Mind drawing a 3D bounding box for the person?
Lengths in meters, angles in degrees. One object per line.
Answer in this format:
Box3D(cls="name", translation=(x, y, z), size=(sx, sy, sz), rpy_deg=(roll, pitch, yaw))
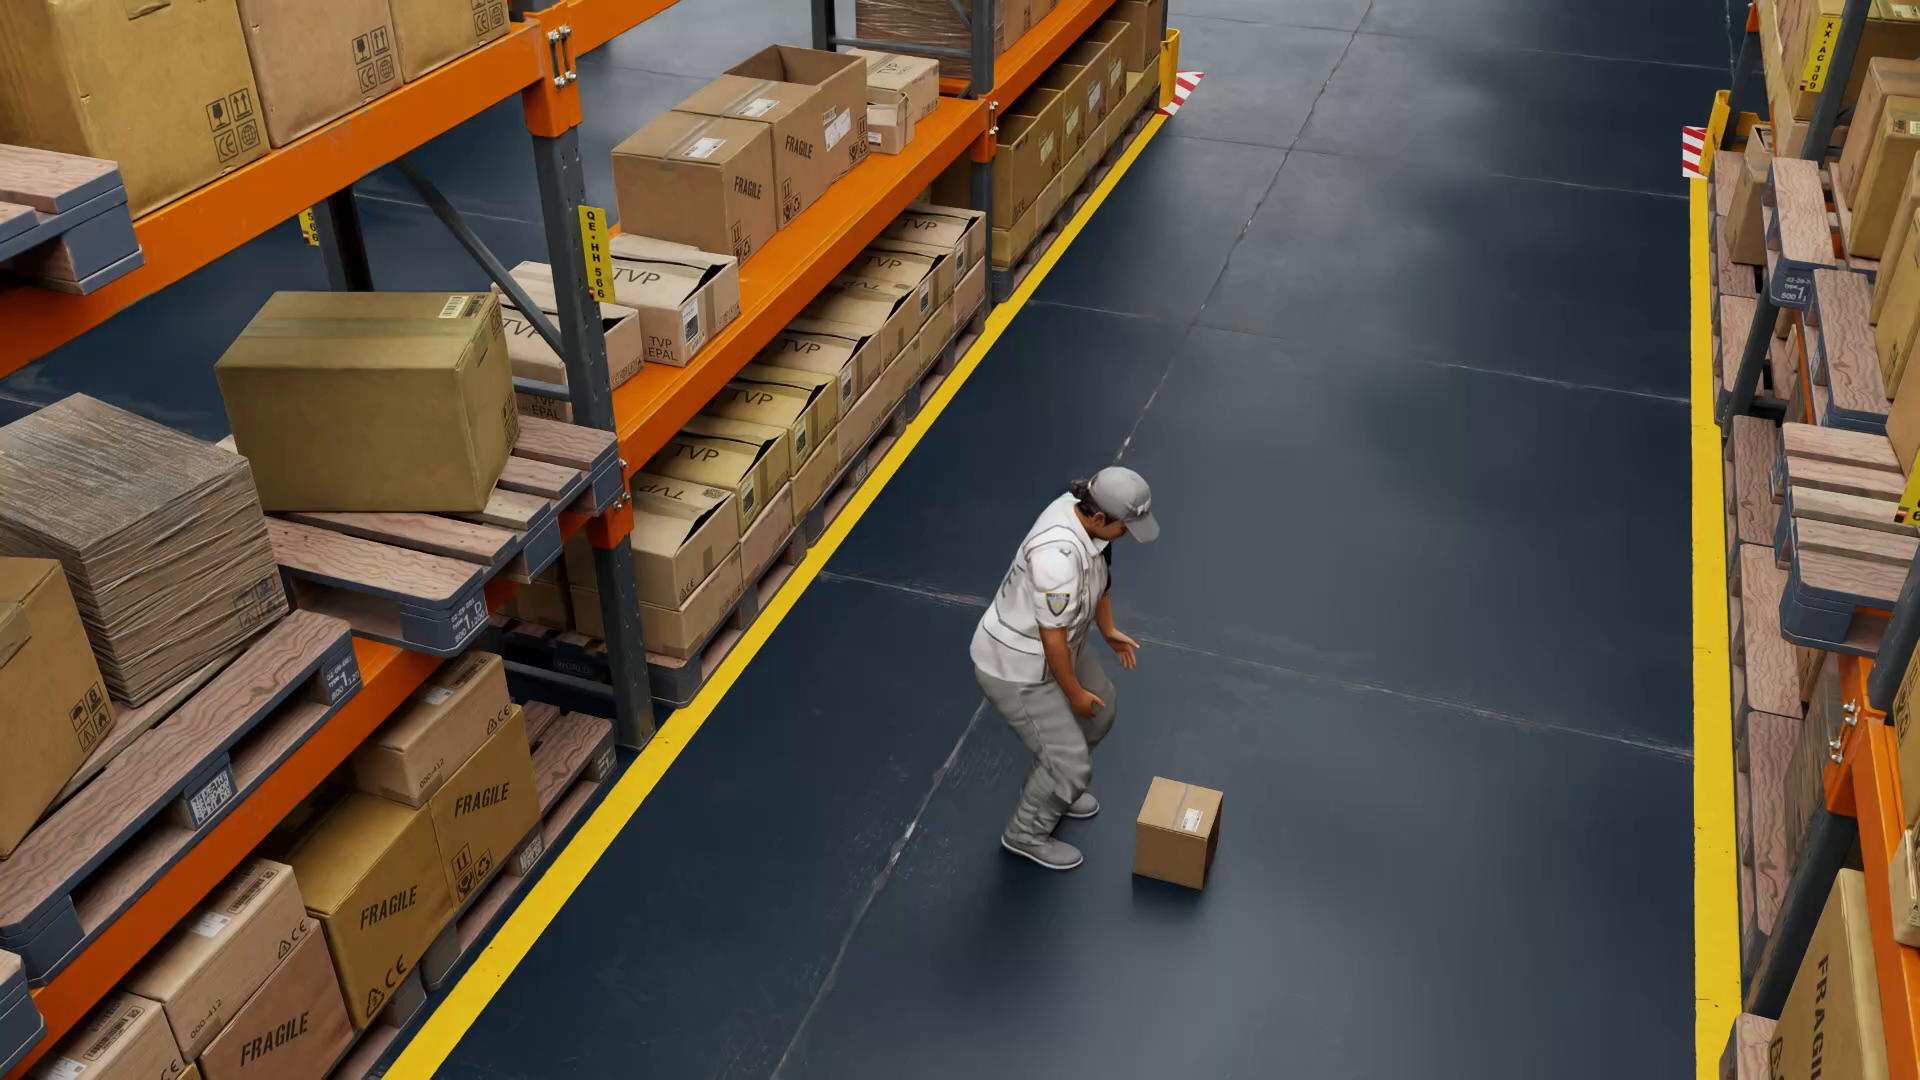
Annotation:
Box3D(cls="person", translation=(0.351, 0.398, 5.662), size=(0.591, 1.542, 0.519), rpy_deg=(12, 35, 17))
